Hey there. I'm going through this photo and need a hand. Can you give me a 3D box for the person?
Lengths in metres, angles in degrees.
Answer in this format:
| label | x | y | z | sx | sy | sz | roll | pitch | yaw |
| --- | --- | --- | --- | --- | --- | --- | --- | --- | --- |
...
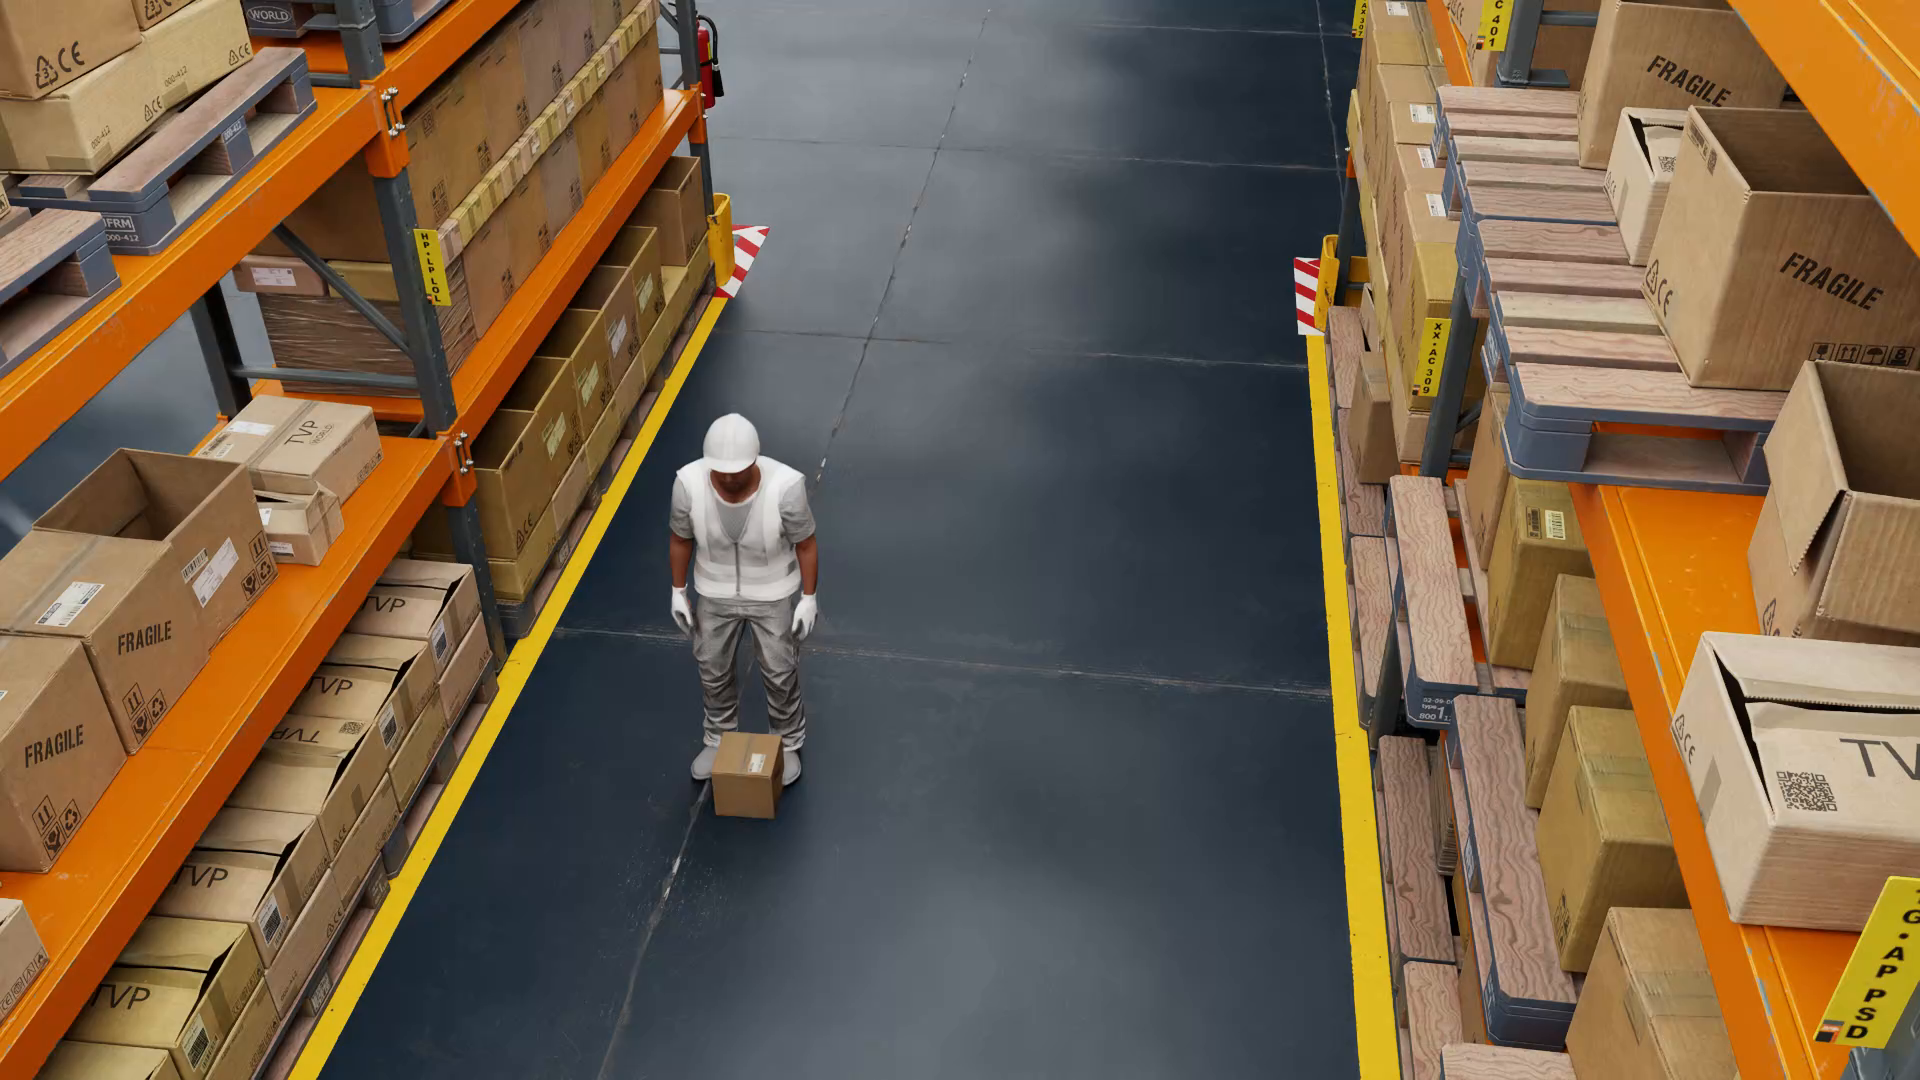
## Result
| label | x | y | z | sx | sy | sz | roll | pitch | yaw |
| --- | --- | --- | --- | --- | --- | --- | --- | --- | --- |
| person | -0.866 | 0.233 | 6.710 | 0.604 | 1.773 | 0.446 | 3 | 36 | 4 |
